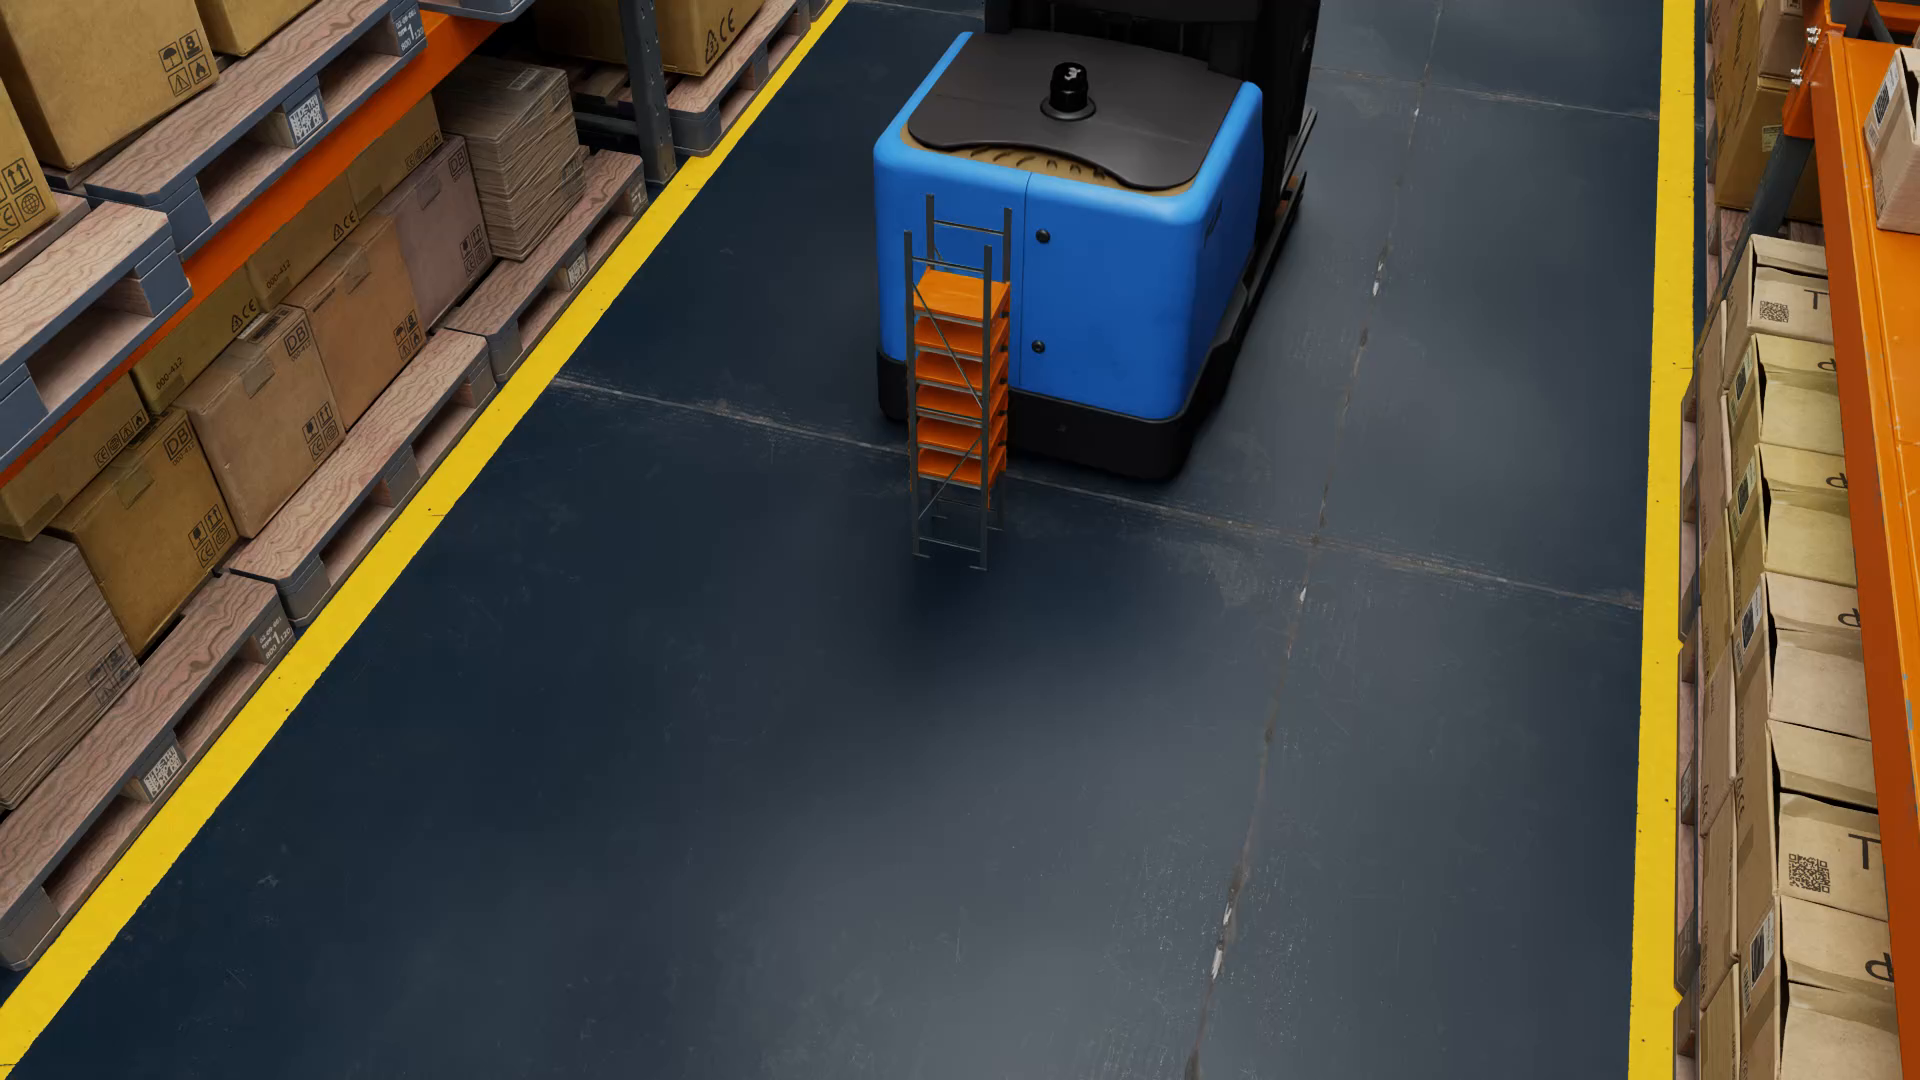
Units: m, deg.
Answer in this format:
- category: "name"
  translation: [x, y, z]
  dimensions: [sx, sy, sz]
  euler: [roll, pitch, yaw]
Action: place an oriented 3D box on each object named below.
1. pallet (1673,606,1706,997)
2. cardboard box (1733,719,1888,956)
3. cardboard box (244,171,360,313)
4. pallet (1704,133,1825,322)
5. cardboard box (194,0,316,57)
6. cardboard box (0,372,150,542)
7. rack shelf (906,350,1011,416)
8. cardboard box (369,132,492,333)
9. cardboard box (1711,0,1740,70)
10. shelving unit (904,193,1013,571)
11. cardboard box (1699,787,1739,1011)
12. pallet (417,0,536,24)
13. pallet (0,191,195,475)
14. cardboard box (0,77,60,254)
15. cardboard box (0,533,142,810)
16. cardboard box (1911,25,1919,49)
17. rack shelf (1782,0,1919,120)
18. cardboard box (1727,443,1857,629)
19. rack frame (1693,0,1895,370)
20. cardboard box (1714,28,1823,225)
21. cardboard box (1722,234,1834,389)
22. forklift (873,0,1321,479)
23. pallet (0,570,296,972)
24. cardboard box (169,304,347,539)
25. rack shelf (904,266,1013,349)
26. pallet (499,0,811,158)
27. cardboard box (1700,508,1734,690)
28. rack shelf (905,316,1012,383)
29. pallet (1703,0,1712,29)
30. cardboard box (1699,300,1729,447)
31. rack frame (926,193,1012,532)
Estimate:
- category: "pallet"
  translation: [2.417, 0.753, 4.329]
  dimensions: [1.003, 0.211, 1.213]
  euler: [13, 46, 13]
- category: "cardboard box"
  translation: [2.018, 0.693, 3.662]
  dimensions: [0.500, 0.311, 0.500]
  euler: [12, 46, 12]
- category: "cardboard box"
  translation: [-2.199, -0.972, 5.035]
  dimensions: [0.500, 0.250, 0.500]
  euler: [12, 46, 12]
- category: "pallet"
  translation: [3.337, -1.088, 6.210]
  dimensions: [1.003, 0.211, 1.213]
  euler: [13, 46, 13]
- category: "cardboard box"
  translation: [-2.136, -1.684, 4.440]
  dimensions: [0.700, 0.500, 0.500]
  euler: [13, 46, 13]
- category: "cardboard box"
  translation: [-2.522, -0.295, 4.344]
  dimensions: [0.500, 0.250, 0.500]
  euler: [12, 46, 12]
- category: "rack shelf"
  translation: [-0.004, -0.473, 4.768]
  dimensions: [0.258, 0.103, 0.180]
  euler: [13, 46, 12]
- category: "cardboard box"
  translation: [-2.083, -1.095, 5.697]
  dimensions: [0.700, 0.500, 0.500]
  euler: [12, 46, 12]
- category: "cardboard box"
  translation: [3.444, -2.227, 6.854]
  dimensions: [0.500, 0.500, 0.500]
  euler: [11, 45, 11]
- category: "shelving unit"
  translation: [-0.004, -0.419, 4.820]
  dimensions: [0.258, 1.200, 0.189]
  euler: [13, 46, 13]
- category: "cardboard box"
  translation: [2.022, 0.889, 3.863]
  dimensions: [0.500, 0.250, 0.500]
  euler: [13, 46, 13]
- category: "pallet"
  translation: [-1.762, -2.075, 5.363]
  dimensions: [1.213, 0.211, 1.003]
  euler: [13, 46, 13]
- category: "pallet"
  translation: [-2.489, -0.385, 3.636]
  dimensions: [1.003, 0.211, 1.213]
  euler: [13, 46, 13]
- category: "cardboard box"
  translation: [-2.496, -0.871, 3.609]
  dimensions: [0.700, 0.500, 0.500]
  euler: [17, 47, 17]
- category: "cardboard box"
  translation: [-2.652, 0.267, 4.305]
  dimensions: [0.700, 0.500, 0.500]
  euler: [14, 46, 14]
- category: "cardboard box"
  translation: [2.923, -1.329, 4.528]
  dimensions: [0.500, 0.311, 0.500]
  euler: [15, 46, 15]
- category: "rack shelf"
  translation: [3.680, -2.671, 6.349]
  dimensions: [1.077, 0.370, 4.000]
  euler: [13, 46, 13]
- category: "cardboard box"
  translation: [2.328, 0.016, 4.354]
  dimensions: [0.500, 0.311, 0.500]
  euler: [11, 46, 11]
- category: "rack frame"
  translation: [3.075, -1.595, 4.735]
  dimensions: [1.000, 3.000, 0.127]
  euler: [13, 46, 13]
- category: "cardboard box"
  translation: [3.134, -1.532, 6.143]
  dimensions: [0.500, 0.500, 0.500]
  euler: [14, 46, 14]
- category: "cardboard box"
  translation: [2.636, -0.675, 5.060]
  dimensions: [0.500, 0.311, 0.500]
  euler: [14, 46, 14]
- category: "forklift"
  translation: [0.716, -2.289, 5.494]
  dimensions: [1.130, 2.935, 3.031]
  euler: [15, 46, 14]
- category: "pallet"
  translation: [-2.625, 0.502, 4.586]
  dimensions: [1.003, 0.211, 1.213]
  euler: [13, 46, 13]
- category: "cardboard box"
  translation: [-2.350, -0.420, 5.007]
  dimensions: [0.700, 0.500, 0.500]
  euler: [13, 46, 13]
- category: "rack shelf"
  translation: [-0.004, -0.645, 4.600]
  dimensions: [0.258, 0.103, 0.180]
  euler: [13, 46, 12]
- category: "pallet"
  translation: [-1.337, -2.154, 7.300]
  dimensions: [1.003, 0.211, 1.213]
  euler: [13, 46, 13]
- category: "cardboard box"
  translation: [2.333, 0.208, 4.558]
  dimensions: [0.500, 0.250, 0.500]
  euler: [11, 46, 11]
- category: "rack shelf"
  translation: [-0.004, -0.559, 4.684]
  dimensions: [0.258, 0.103, 0.180]
  euler: [13, 46, 12]
- category: "pallet"
  translation: [4.076, -2.714, 7.873]
  dimensions: [1.003, 0.211, 1.213]
  euler: [13, 46, 13]
- category: "cardboard box"
  translation: [2.636, -0.475, 5.256]
  dimensions: [0.500, 0.250, 0.500]
  euler: [12, 46, 12]
- category: "rack frame"
  translation: [0.023, -0.480, 4.883]
  dimensions: [0.240, 1.200, 0.006]
  euler: [13, 46, 13]
